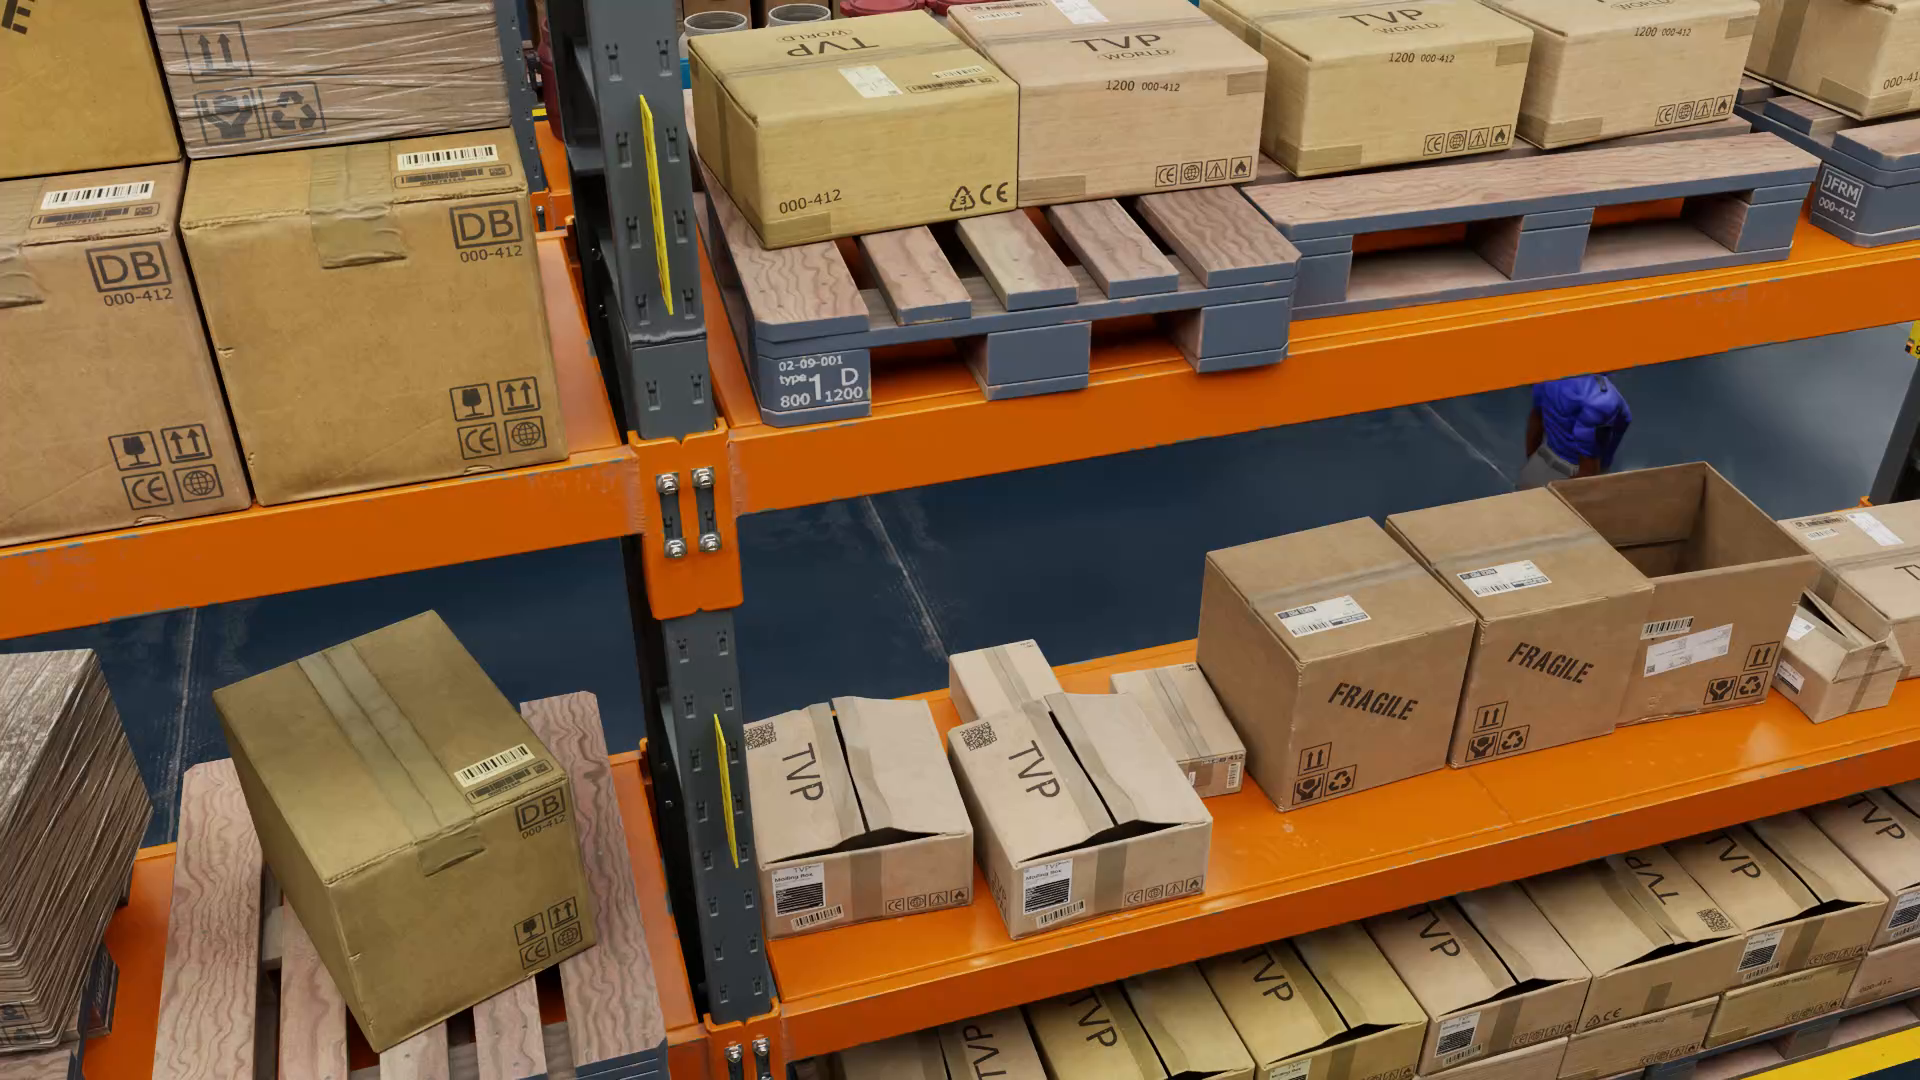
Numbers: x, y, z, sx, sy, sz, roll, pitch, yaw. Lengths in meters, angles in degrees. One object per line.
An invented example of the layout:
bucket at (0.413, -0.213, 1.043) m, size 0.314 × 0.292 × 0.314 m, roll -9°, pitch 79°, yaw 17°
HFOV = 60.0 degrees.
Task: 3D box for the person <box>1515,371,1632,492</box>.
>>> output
person at (2.269, -0.185, 6.390) m, size 0.651 × 1.635 × 0.450 m, roll -9°, pitch 35°, yaw -14°
